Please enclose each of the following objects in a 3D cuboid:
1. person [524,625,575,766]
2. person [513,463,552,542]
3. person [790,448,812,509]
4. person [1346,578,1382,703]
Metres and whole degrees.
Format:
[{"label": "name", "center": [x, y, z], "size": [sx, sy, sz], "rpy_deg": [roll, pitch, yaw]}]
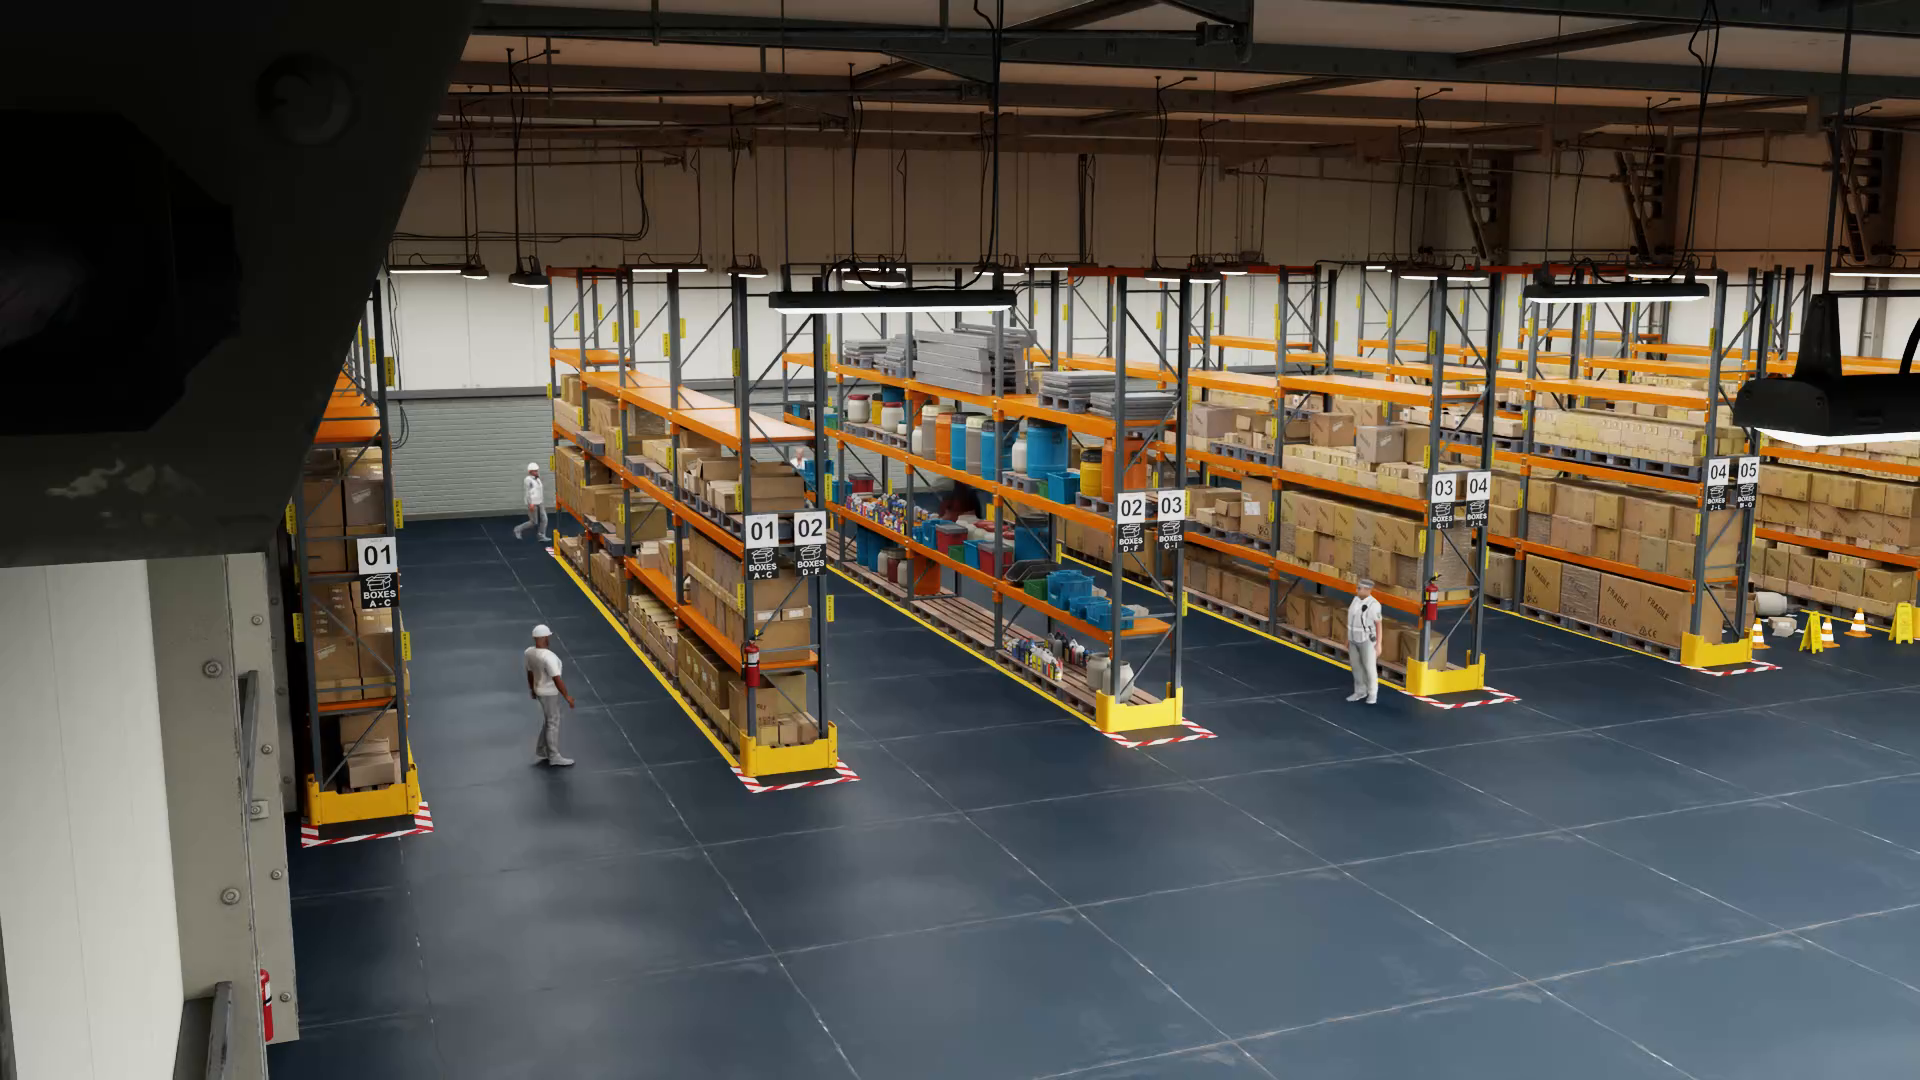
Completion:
[{"label": "person", "center": [-5.095, 1.920, 20.635], "size": [0.535, 1.804, 0.672], "rpy_deg": [-4, 11, -24]}, {"label": "person", "center": [-9.339, -0.817, 36.281], "size": [0.785, 1.738, 0.556], "rpy_deg": [1, 10, 8]}, {"label": "person", "center": [-3.746, -1.177, 38.852], "size": [0.601, 1.566, 0.956], "rpy_deg": [1, 10, 7]}, {"label": "person", "center": [5.700, 1.430, 23.439], "size": [0.420, 1.808, 0.655], "rpy_deg": [-6, 12, -33]}]
